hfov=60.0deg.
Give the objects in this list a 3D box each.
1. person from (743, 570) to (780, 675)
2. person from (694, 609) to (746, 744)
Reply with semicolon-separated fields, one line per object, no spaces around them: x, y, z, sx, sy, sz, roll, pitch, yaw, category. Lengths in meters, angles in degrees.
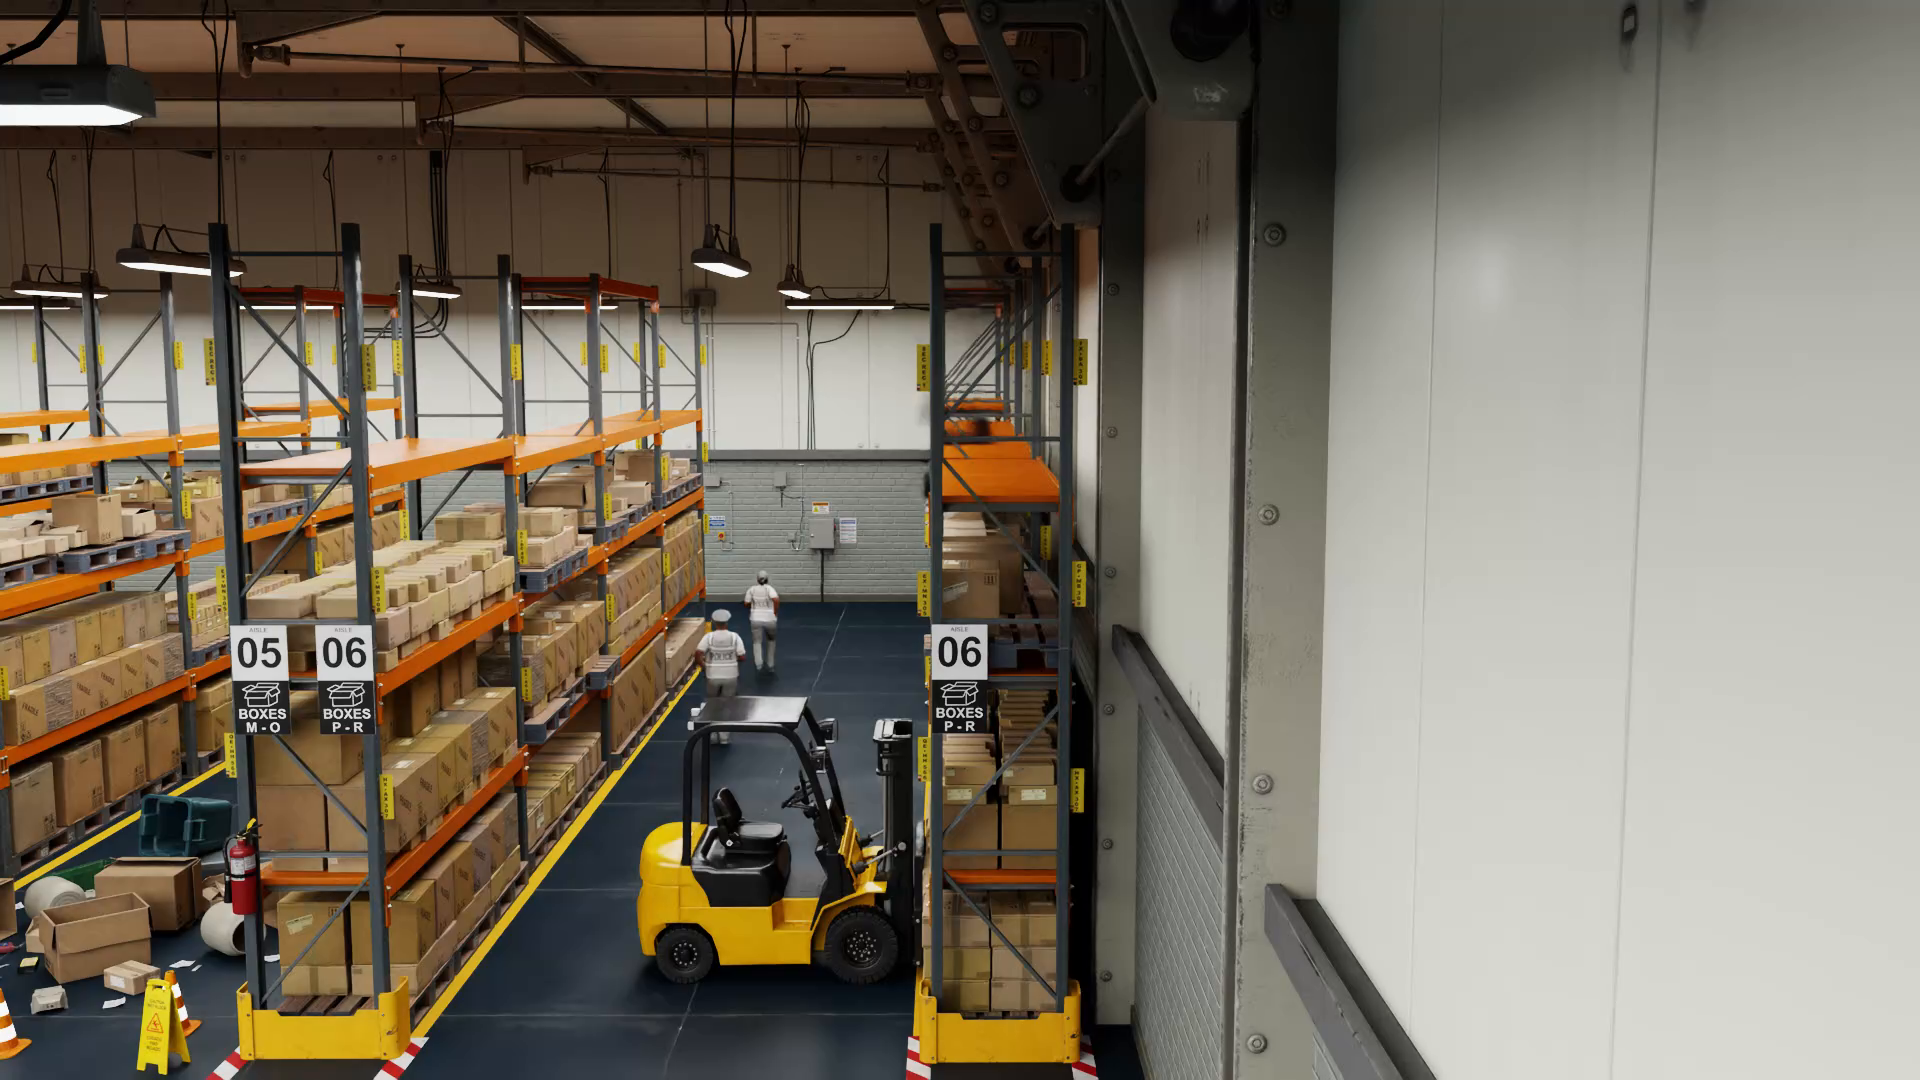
-3.091;1.338;25.944;0.564;1.718;0.938;-1;7;-5;person
-3.103;1.784;21.626;0.646;1.794;0.660;0;7;-3;person
